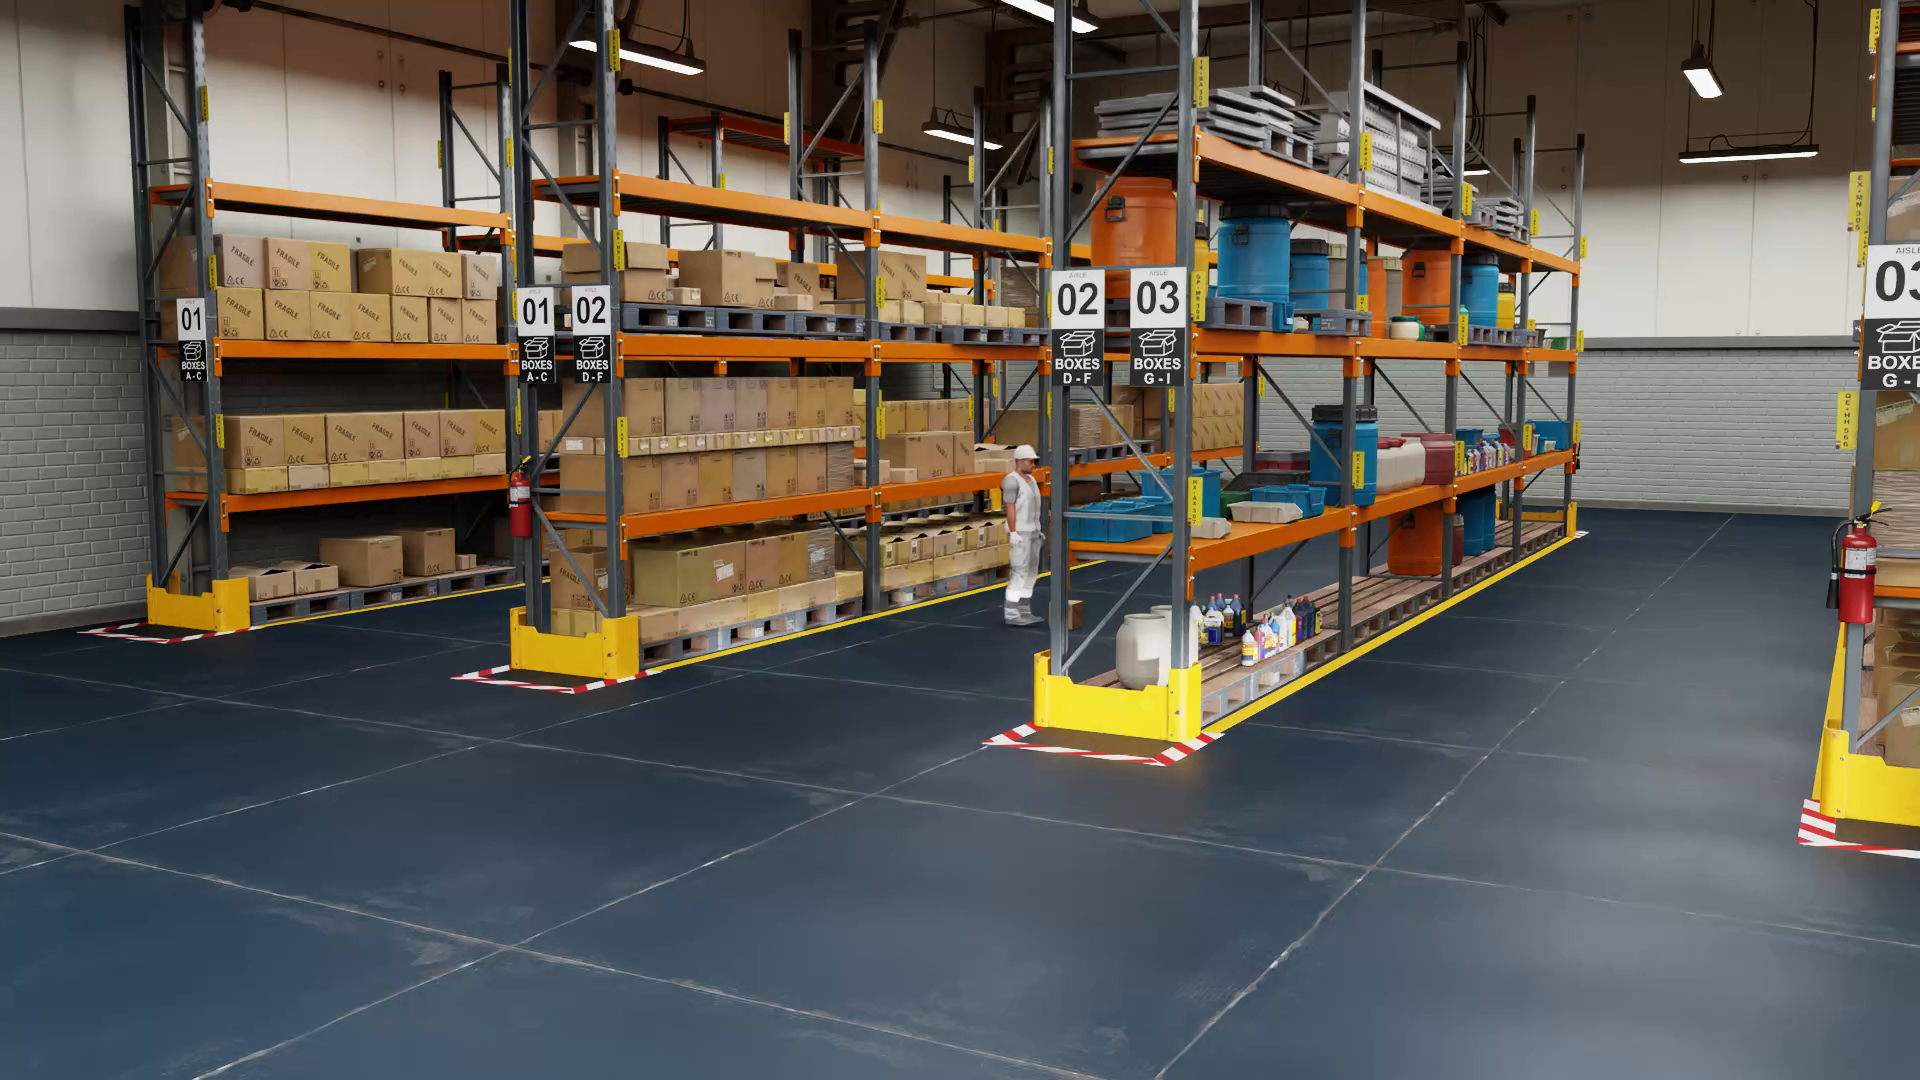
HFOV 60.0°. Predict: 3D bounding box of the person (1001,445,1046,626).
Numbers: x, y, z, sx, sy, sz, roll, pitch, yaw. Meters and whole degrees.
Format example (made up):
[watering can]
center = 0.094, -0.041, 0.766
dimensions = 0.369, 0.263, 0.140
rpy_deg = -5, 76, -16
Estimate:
[person]
center = 0.635, -0.052, 16.505
dimensions = 0.350, 1.780, 0.526
rpy_deg = 3, 7, 30
